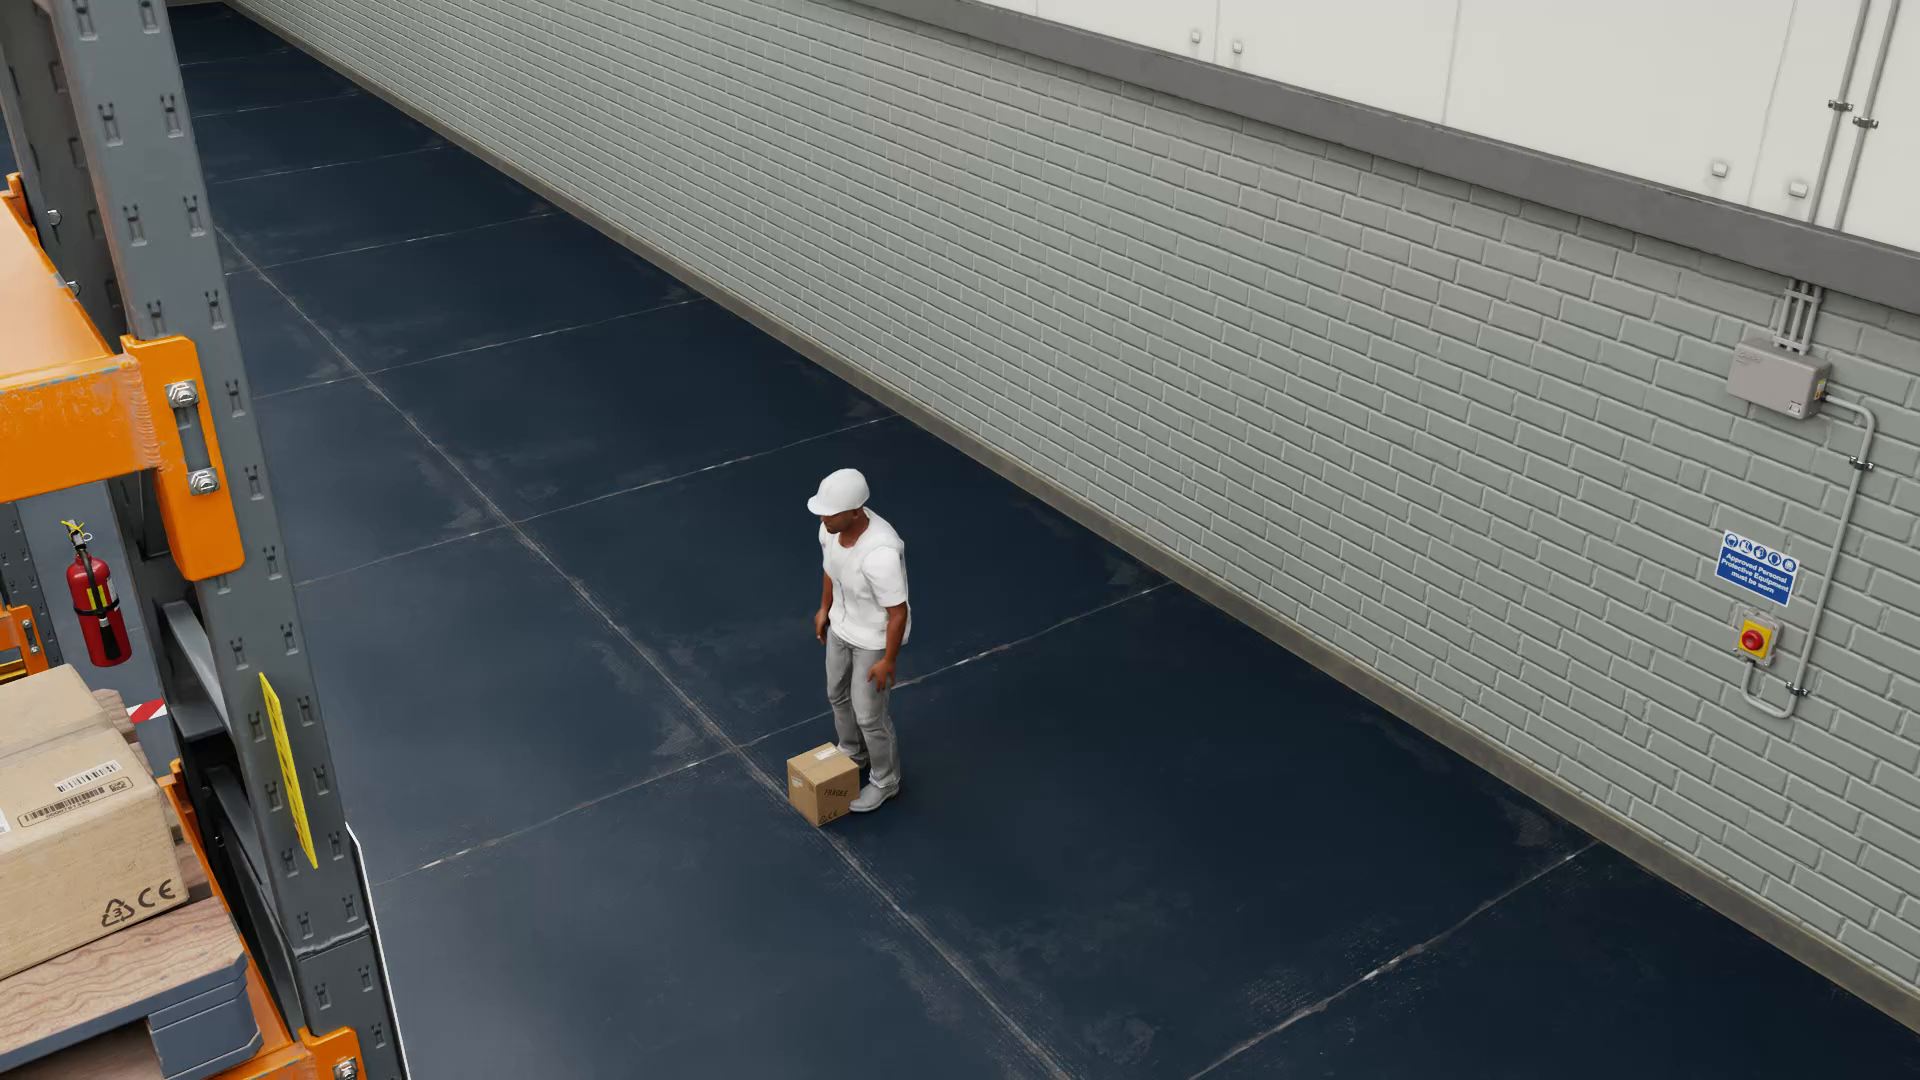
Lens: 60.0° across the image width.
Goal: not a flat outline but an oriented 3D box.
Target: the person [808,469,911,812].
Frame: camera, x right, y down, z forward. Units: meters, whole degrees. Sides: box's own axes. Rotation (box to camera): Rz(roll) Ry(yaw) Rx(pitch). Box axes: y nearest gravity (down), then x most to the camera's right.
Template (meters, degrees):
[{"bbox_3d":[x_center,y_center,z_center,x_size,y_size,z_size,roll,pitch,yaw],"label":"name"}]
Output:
[{"bbox_3d":[-0.480,0.444,7.785,0.459,1.760,0.627,-18,33,-30],"label":"person"}]
